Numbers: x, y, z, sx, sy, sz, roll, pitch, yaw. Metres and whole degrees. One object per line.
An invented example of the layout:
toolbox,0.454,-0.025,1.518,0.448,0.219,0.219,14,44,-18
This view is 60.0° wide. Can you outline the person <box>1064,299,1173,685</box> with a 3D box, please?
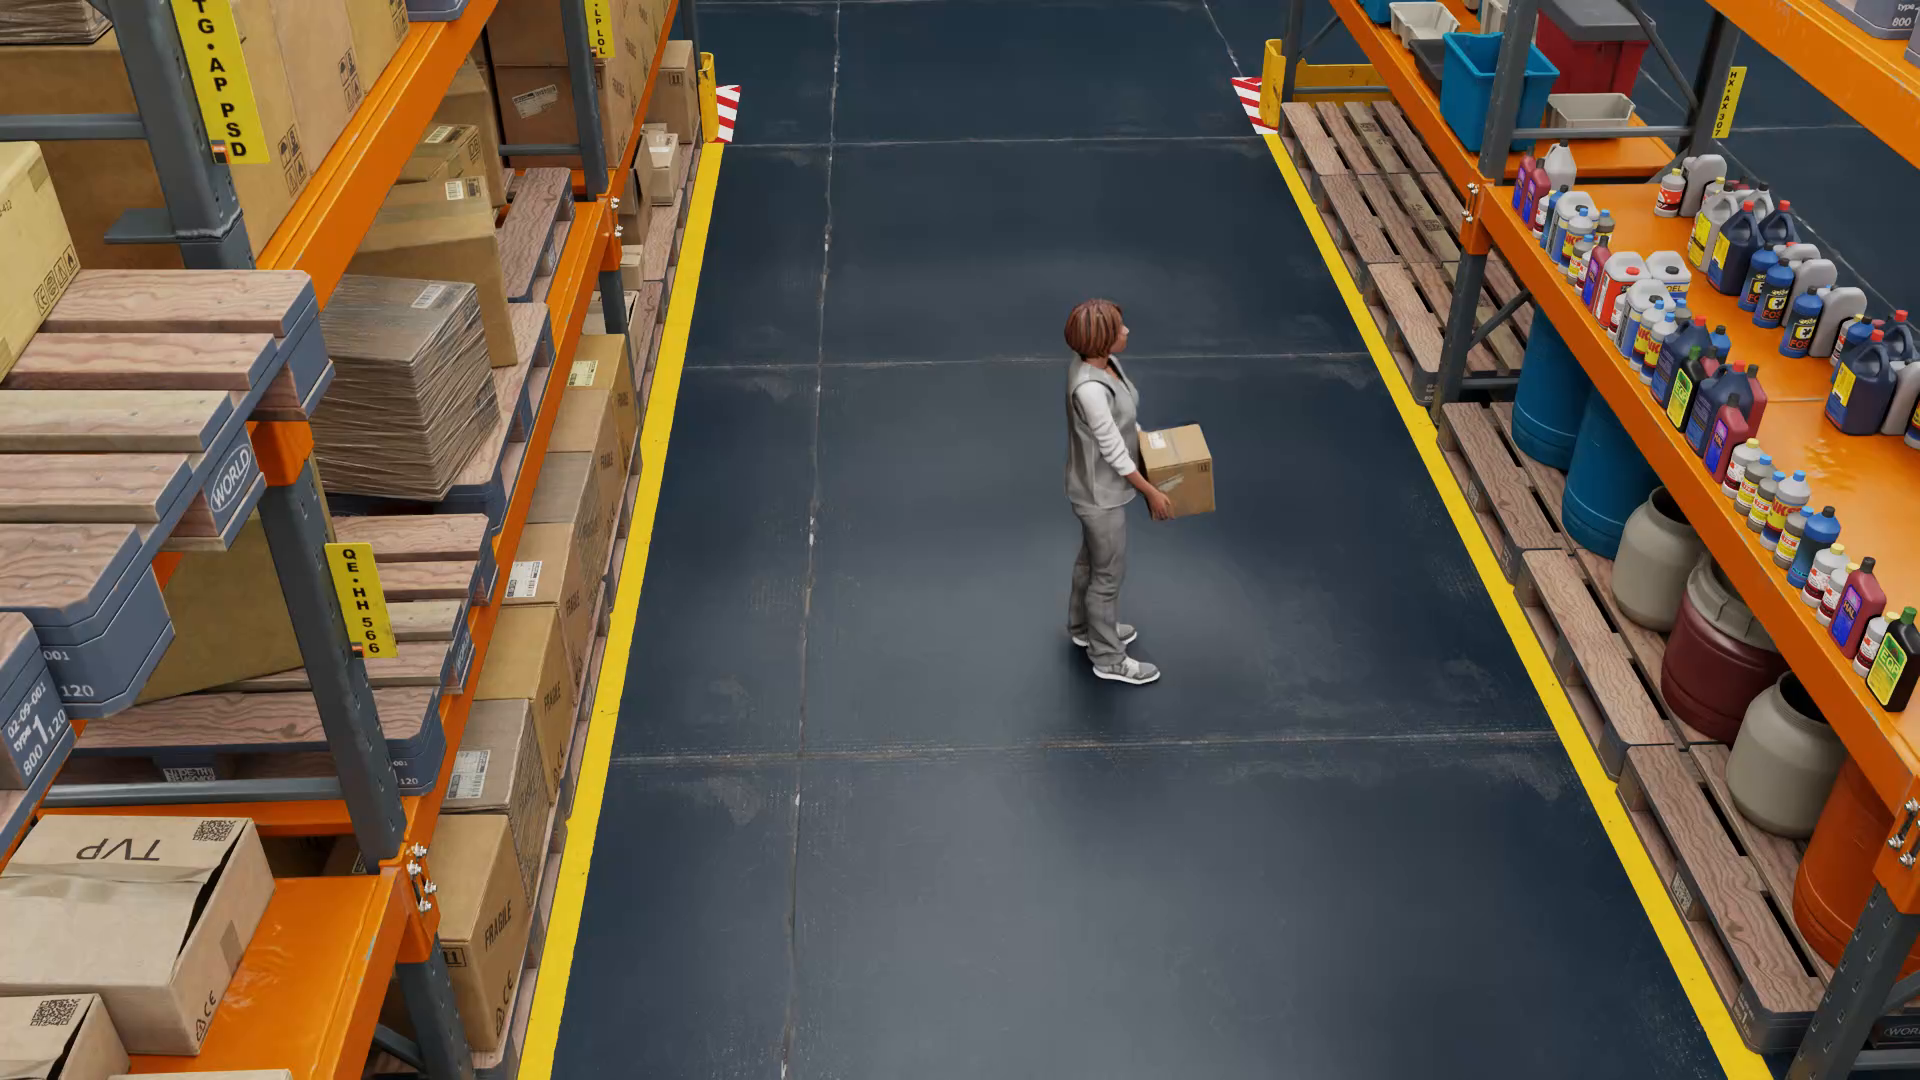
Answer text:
person,0.603,-0.197,6.421,0.445,1.599,0.444,3,36,4
